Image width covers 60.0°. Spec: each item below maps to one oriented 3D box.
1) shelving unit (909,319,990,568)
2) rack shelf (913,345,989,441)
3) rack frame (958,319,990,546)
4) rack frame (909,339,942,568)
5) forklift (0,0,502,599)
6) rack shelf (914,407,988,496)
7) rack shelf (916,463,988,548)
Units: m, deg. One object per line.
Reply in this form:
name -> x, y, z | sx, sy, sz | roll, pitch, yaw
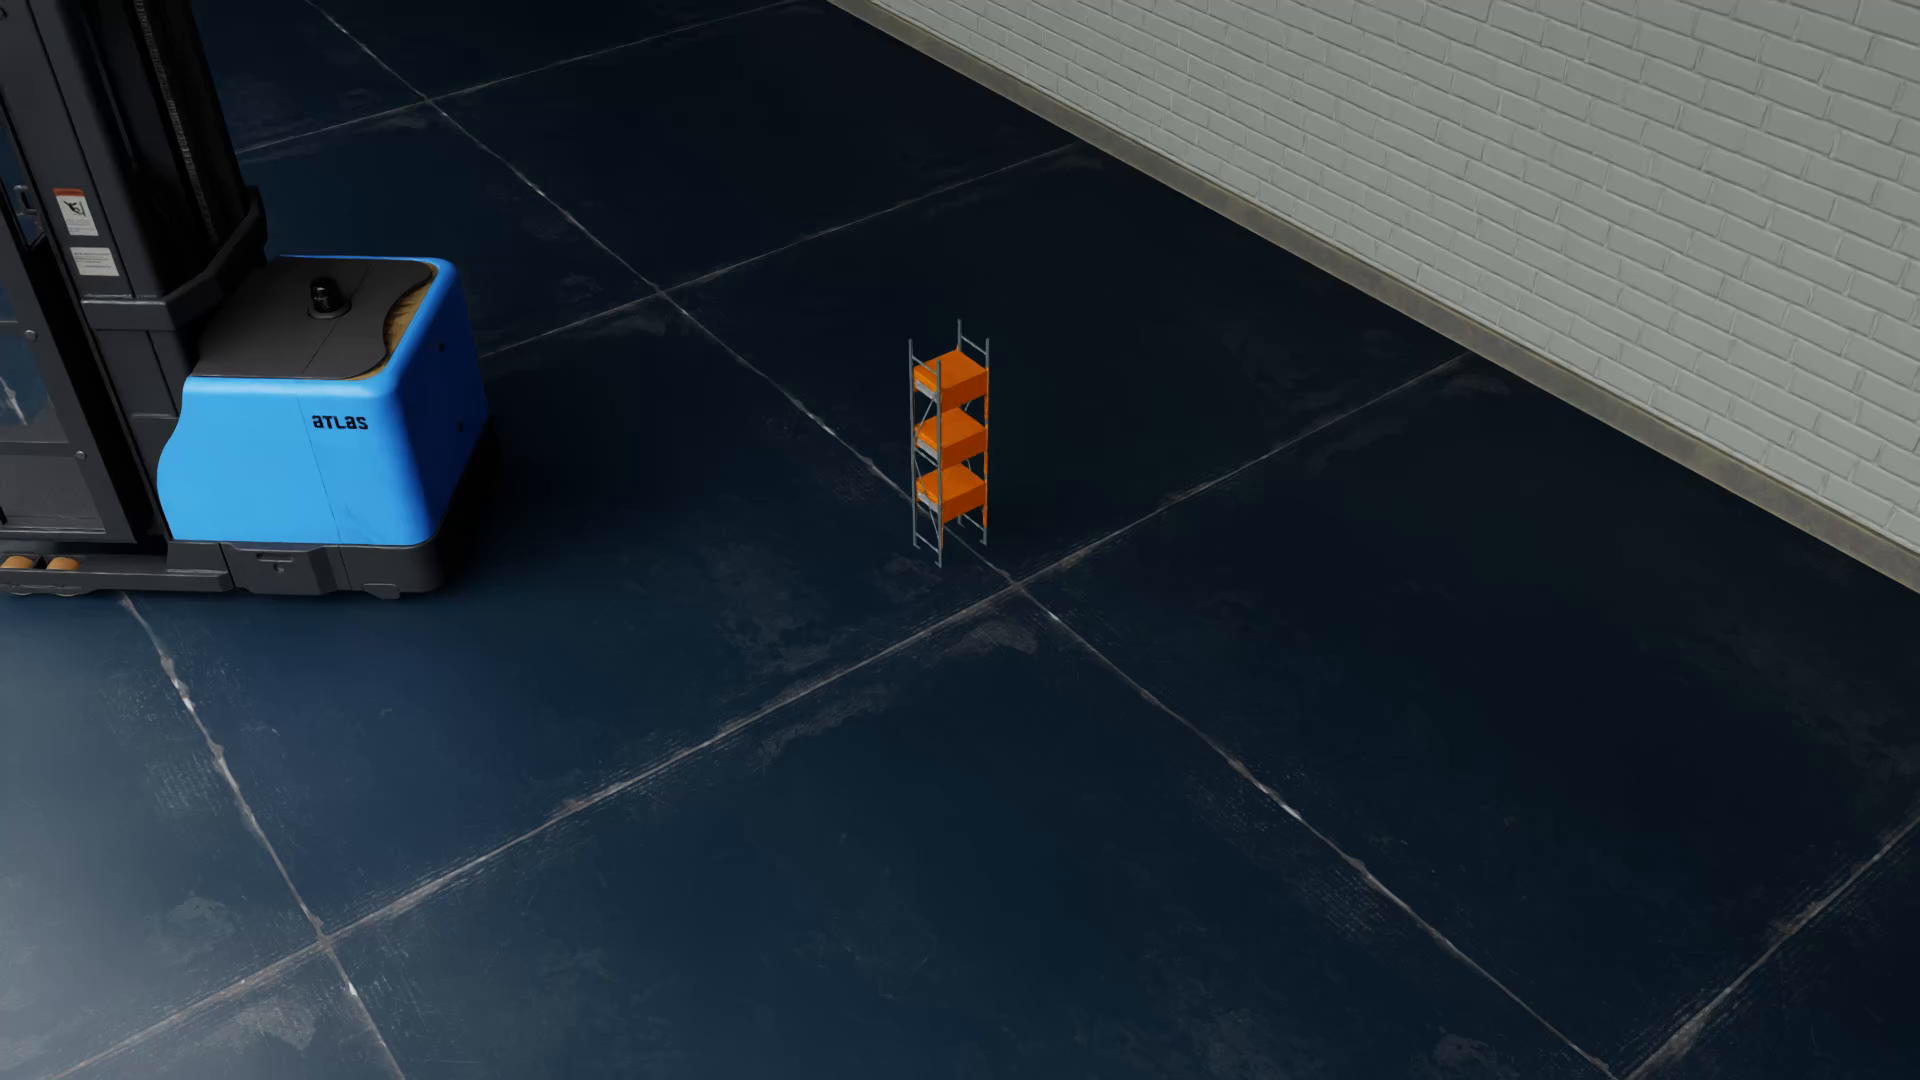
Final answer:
shelving unit -> -0.042, -0.385, 6.892 | 0.252, 1.050, 0.215 | -26, 46, -28
rack shelf -> -0.042, -0.596, 6.719 | 0.240, 0.259, 0.215 | -26, 46, -28
rack frame -> 0.054, -0.432, 6.949 | 0.008, 1.050, 0.200 | -26, 46, -28
rack frame -> -0.139, -0.338, 6.834 | 0.008, 1.050, 0.200 | -26, 46, -28
forklift -> -3.627, -1.231, 6.439 | 3.031, 2.935, 1.130 | 2, 39, 2
rack shelf -> -0.042, -0.377, 6.899 | 0.240, 0.259, 0.215 | -26, 46, -28
rack shelf -> -0.042, -0.162, 7.075 | 0.240, 0.259, 0.215 | -26, 46, -28
